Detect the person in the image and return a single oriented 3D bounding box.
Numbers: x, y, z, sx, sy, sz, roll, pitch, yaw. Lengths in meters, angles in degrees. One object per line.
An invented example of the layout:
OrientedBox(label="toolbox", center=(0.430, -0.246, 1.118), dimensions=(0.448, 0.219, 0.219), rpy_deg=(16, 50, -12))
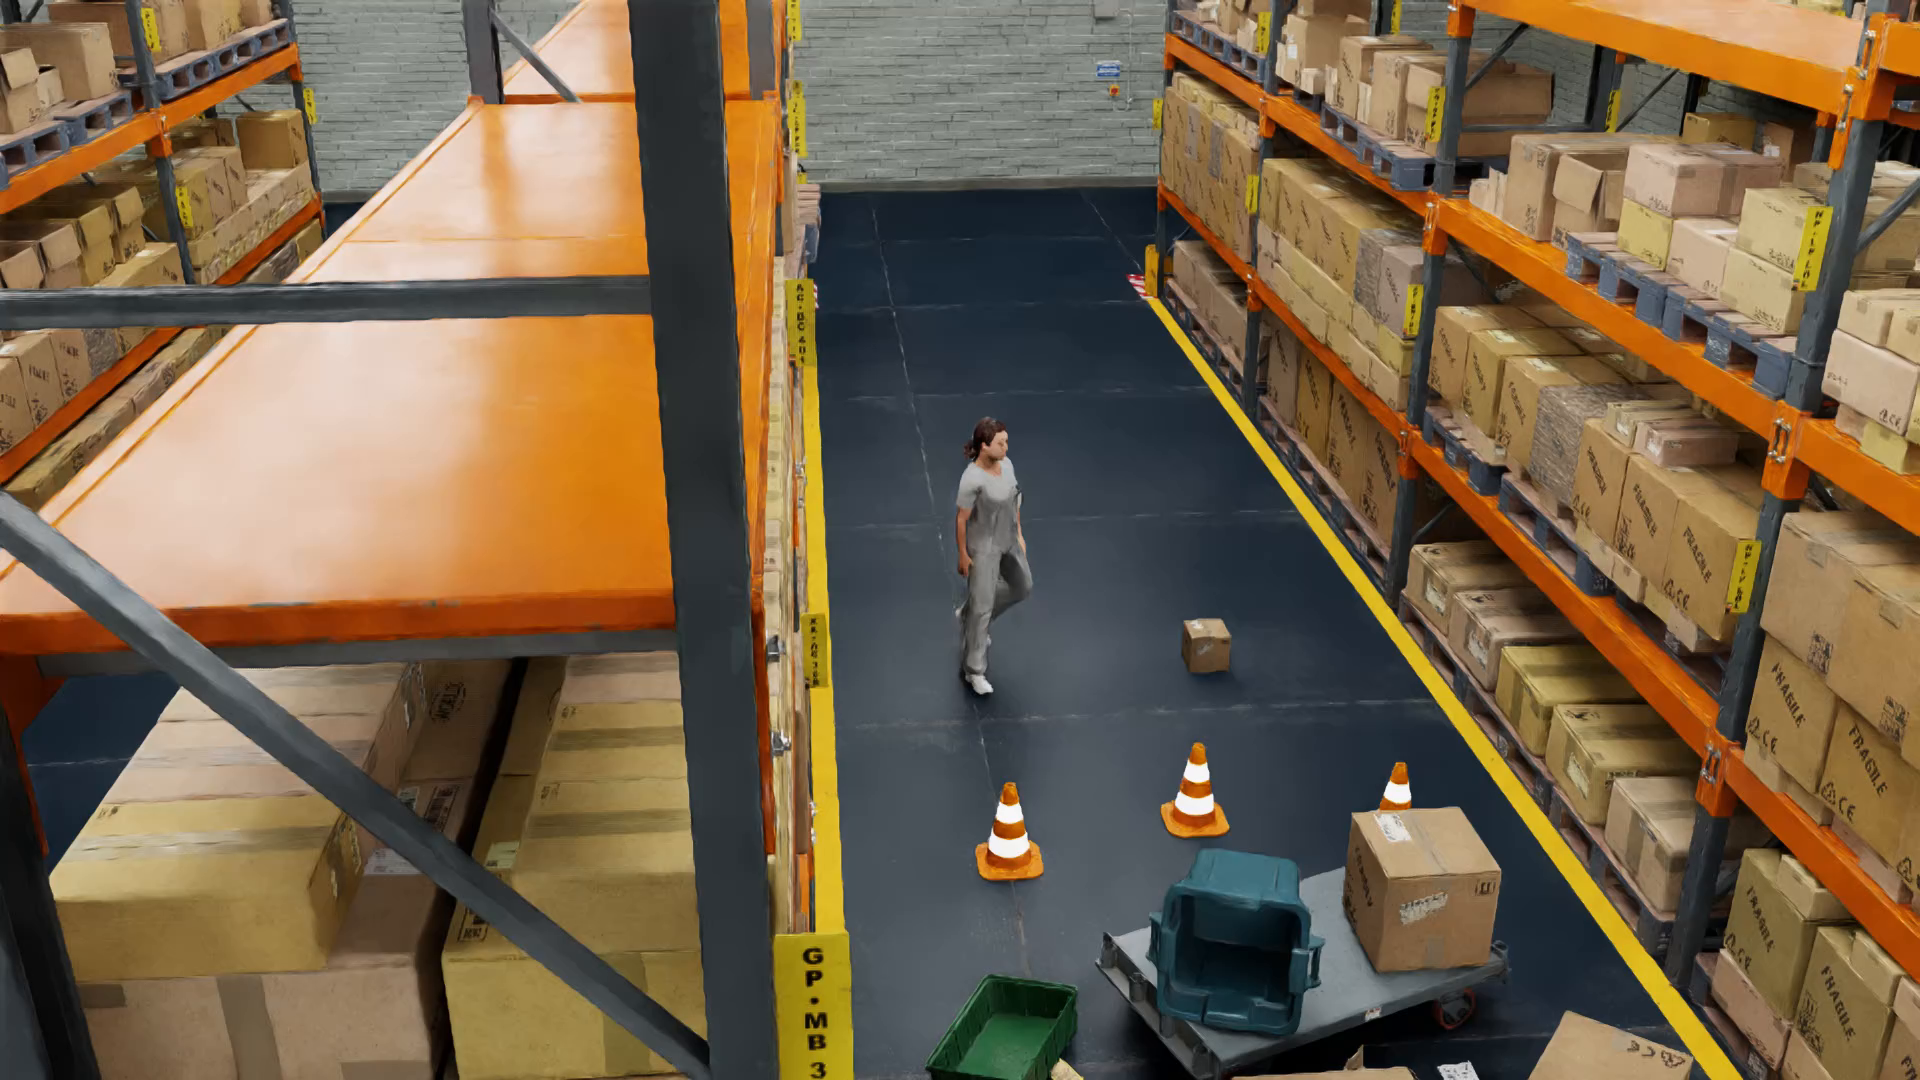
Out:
OrientedBox(label="person", center=(0.132, 0.038, 10.187), dimensions=(0.585, 1.665, 0.602), rpy_deg=(18, 30, 35))
